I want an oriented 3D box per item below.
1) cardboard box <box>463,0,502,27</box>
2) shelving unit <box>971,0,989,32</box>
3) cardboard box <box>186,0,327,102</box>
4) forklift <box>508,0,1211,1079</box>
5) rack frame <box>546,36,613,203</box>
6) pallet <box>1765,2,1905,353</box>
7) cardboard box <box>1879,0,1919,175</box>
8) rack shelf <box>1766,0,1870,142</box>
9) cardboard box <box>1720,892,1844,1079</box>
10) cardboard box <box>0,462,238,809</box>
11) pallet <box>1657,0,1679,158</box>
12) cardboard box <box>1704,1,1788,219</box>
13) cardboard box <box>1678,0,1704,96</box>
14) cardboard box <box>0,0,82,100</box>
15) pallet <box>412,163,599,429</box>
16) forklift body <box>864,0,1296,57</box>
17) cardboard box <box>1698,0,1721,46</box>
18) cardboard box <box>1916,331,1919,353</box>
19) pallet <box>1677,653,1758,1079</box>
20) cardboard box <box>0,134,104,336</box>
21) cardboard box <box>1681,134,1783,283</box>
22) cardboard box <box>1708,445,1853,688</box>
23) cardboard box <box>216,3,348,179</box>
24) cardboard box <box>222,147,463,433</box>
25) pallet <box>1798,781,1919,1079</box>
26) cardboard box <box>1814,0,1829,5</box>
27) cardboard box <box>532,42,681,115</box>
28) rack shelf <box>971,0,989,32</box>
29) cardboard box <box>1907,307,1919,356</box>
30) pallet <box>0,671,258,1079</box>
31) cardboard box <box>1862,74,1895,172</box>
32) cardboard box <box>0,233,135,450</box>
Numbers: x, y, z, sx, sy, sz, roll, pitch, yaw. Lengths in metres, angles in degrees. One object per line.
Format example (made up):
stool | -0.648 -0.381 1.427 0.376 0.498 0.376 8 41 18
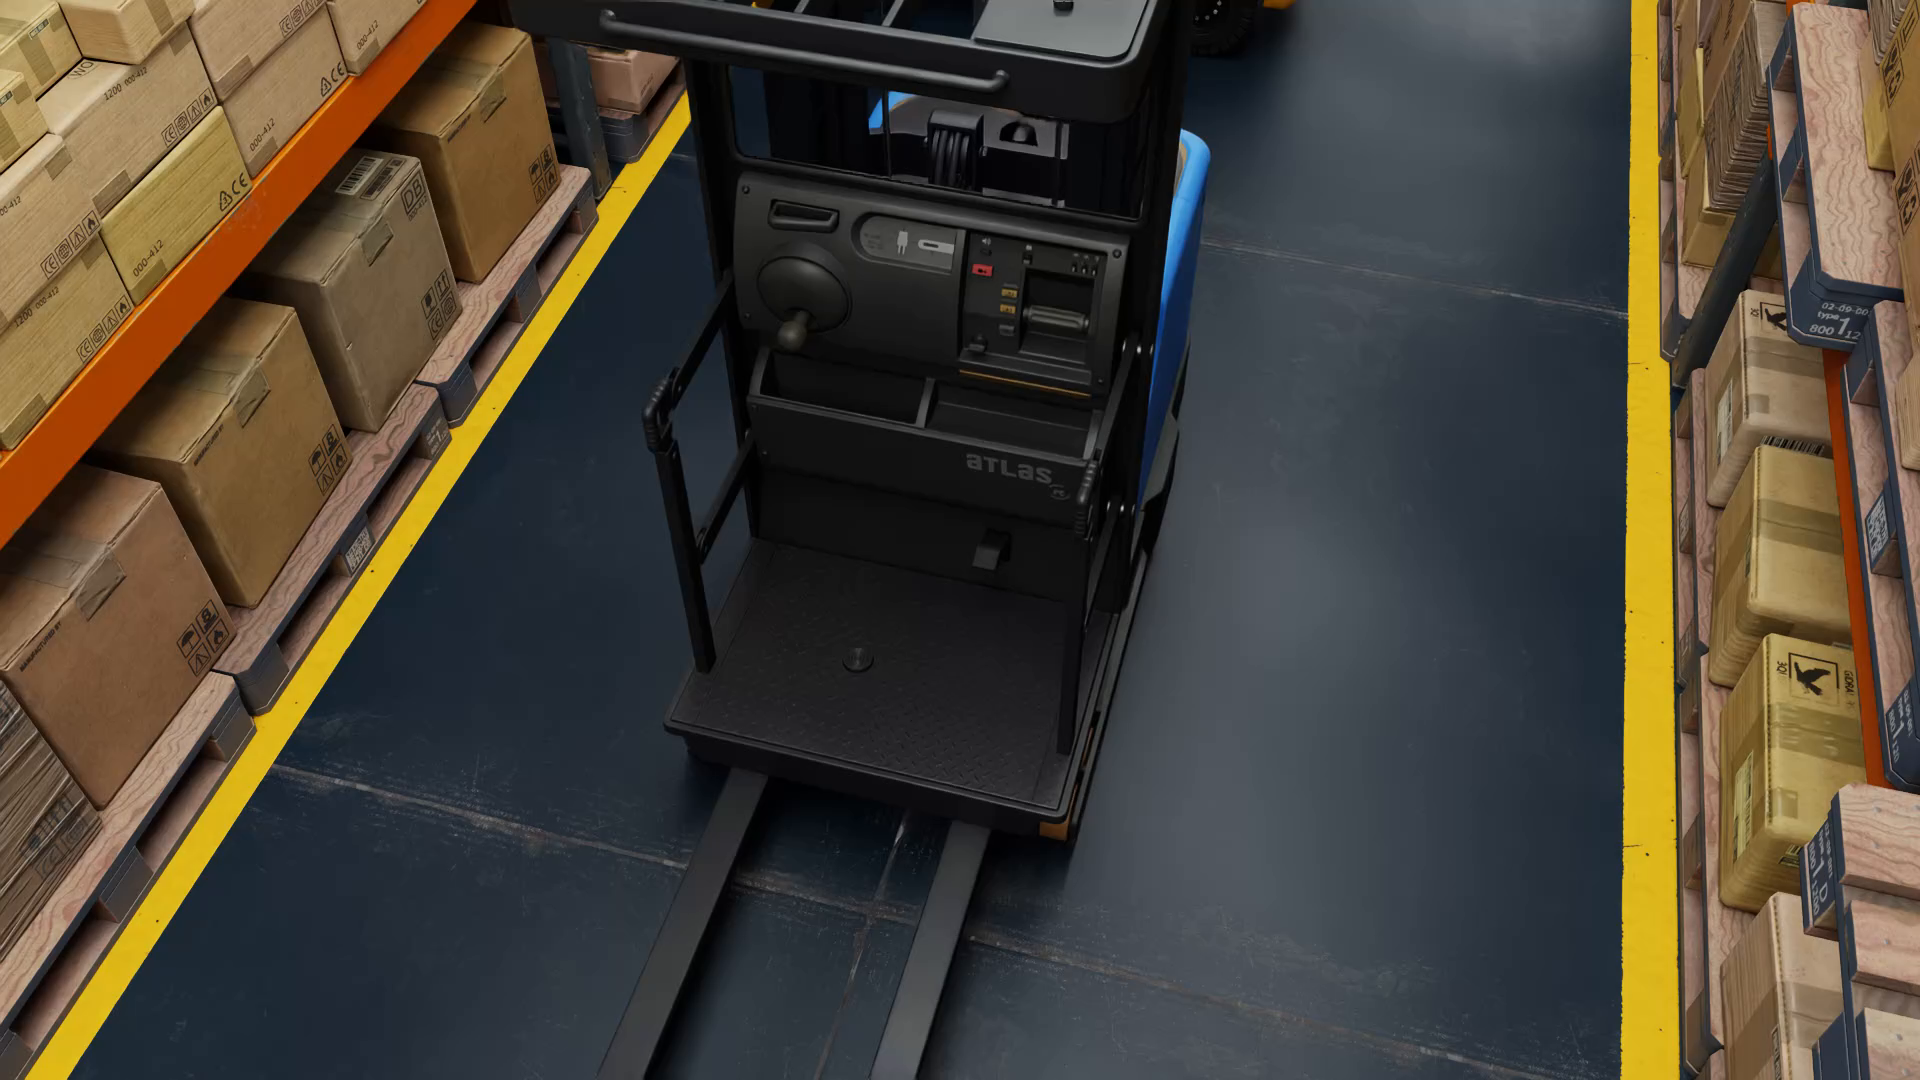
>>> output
cardboard box | -1.919 -2.222 6.431 0.500 0.250 0.500 11 49 9
shelving unit | 0.335 -1.404 5.489 0.431 1.500 0.755 12 50 10
cardboard box | -2.001 -1.403 4.254 0.500 0.250 0.500 12 50 11
forklift | -0.135 -0.488 3.726 1.130 2.935 3.031 12 50 10
rack frame | -1.850 -2.435 5.398 1.000 3.000 0.127 12 50 10
pallet | 2.598 -0.870 4.145 1.003 0.211 1.213 12 50 10
cardboard box | 2.409 -1.083 3.660 0.500 0.500 0.500 12 50 10
rack shelf | 3.466 -2.666 6.082 1.077 0.370 4.000 12 50 10
cardboard box | 2.232 1.224 3.642 0.950 0.372 0.625 11 49 9
cardboard box | -2.561 0.183 4.392 0.875 0.625 0.625 13 50 11
pallet | 3.402 -1.913 6.798 1.003 0.211 1.213 12 50 10
cardboard box | 2.837 -1.416 5.553 0.500 0.500 0.500 11 49 10
cardboard box | 3.105 -1.922 6.499 0.500 0.250 0.500 12 50 11
cardboard box | -2.230 -1.104 3.725 0.380 0.149 0.250 12 50 10
pallet | -2.006 -0.971 5.966 1.003 0.211 1.213 12 50 10
forklift body | 0.464 -3.315 6.742 2.313 2.155 1.214 12 50 10
cardboard box | 3.102 -2.154 6.204 0.500 0.500 0.500 14 50 12
cardboard box | 2.140 -0.355 3.017 0.500 0.500 0.500 10 49 8
pallet | 2.417 0.914 4.303 1.003 0.211 1.213 12 50 10
cardboard box | -2.262 -0.667 3.604 0.500 0.250 0.500 10 49 9
cardboard box | 2.836 -1.168 5.834 0.500 0.250 0.500 14 50 12
cardboard box | 2.618 0.173 4.569 0.950 0.372 0.625 14 50 12
cardboard box | -2.017 -1.251 4.453 0.500 0.250 0.500 12 50 10
cardboard box | -2.188 -0.848 5.302 0.875 0.625 0.625 11 50 10
pallet | 1.972 0.962 2.528 1.213 0.211 1.003 12 50 10
cardboard box | 2.730 -1.667 4.888 0.380 0.149 0.250 11 50 10
cardboard box | -1.403 -1.948 6.523 0.500 0.250 0.500 12 50 10
rack shelf | 0.335 -1.663 5.197 0.431 0.370 0.720 12 50 10
cardboard box | 2.240 -0.421 3.508 0.380 0.149 0.250 12 50 10
pallet | -2.648 0.794 4.409 1.003 0.211 1.213 12 50 10
cardboard box | 2.415 -0.997 4.017 0.380 0.149 0.250 12 50 11
cardboard box | -2.284 -0.501 3.792 0.500 0.250 0.500 10 49 9
